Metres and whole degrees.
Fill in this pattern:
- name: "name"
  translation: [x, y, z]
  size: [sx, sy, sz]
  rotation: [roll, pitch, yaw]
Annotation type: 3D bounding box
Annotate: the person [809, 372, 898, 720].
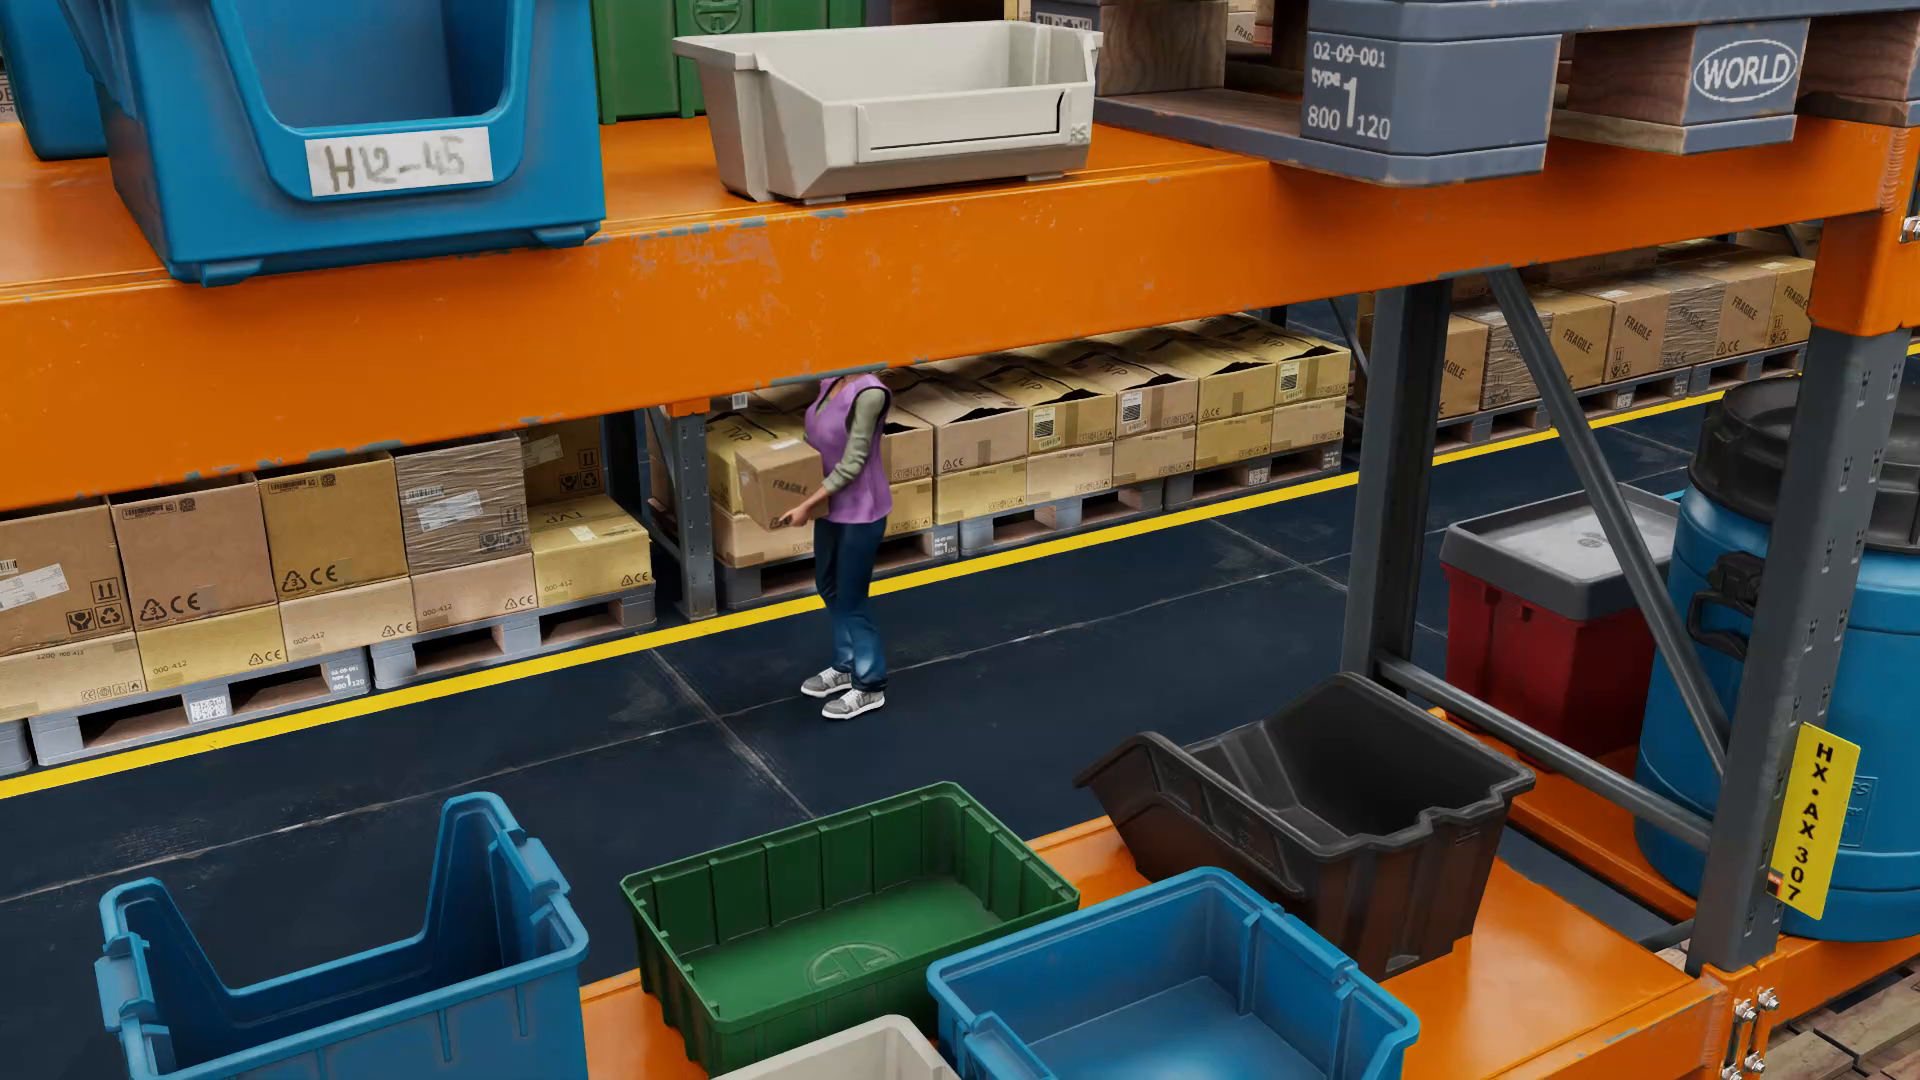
- name: "person"
  translation: [-0.430, -0.095, 6.339]
  size: [0.345, 1.592, 0.476]
  rotation: [-13, 25, -28]
